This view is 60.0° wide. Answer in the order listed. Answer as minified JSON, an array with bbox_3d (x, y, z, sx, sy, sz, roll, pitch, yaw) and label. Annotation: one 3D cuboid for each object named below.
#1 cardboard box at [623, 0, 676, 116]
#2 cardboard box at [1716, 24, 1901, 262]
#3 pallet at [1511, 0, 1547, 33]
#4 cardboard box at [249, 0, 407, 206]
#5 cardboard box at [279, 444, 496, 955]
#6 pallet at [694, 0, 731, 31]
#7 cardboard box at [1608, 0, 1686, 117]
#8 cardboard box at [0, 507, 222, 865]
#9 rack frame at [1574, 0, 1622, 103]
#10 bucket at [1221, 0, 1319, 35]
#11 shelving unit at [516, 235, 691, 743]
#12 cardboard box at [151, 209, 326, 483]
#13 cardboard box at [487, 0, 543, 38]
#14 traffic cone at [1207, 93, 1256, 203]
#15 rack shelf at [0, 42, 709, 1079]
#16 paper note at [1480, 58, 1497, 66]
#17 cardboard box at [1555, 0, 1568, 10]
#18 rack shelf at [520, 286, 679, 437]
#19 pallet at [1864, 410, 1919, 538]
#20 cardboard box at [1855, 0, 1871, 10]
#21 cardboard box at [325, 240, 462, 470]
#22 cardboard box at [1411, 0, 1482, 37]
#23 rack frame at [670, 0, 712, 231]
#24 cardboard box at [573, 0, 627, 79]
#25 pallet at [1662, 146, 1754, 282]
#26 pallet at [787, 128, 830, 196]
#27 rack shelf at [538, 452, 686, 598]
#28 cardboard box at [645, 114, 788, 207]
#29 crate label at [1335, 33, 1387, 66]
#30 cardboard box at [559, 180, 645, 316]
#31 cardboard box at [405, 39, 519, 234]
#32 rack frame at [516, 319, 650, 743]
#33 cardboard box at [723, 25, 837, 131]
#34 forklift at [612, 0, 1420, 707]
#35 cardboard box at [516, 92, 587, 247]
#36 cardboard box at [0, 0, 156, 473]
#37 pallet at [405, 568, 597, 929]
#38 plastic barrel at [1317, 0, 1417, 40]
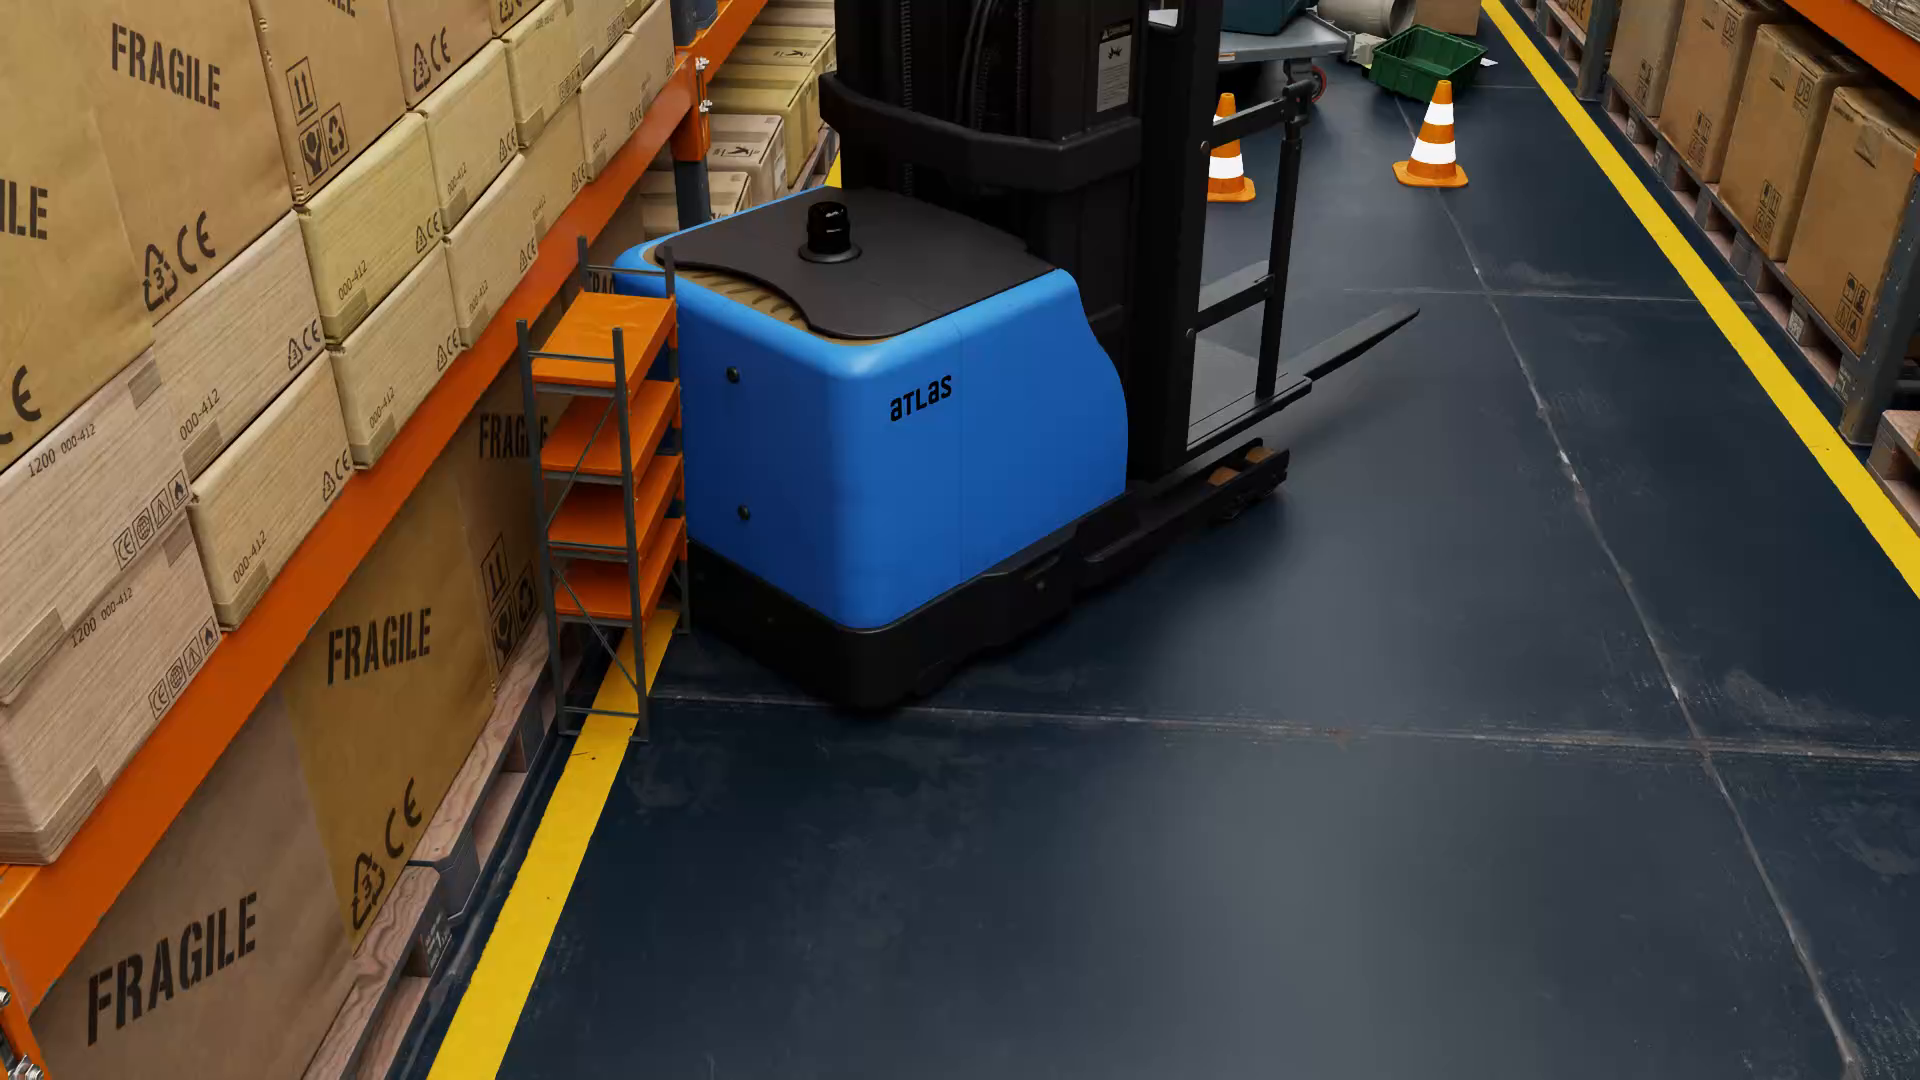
[{"bbox_3d":[-1.134,-1.427,4.849,0.500,0.250,0.500,1,32,2],"label":"cardboard box"},{"bbox_3d":[3.797,-1.601,6.732,1.050,0.750,0.750,3,32,5],"label":"cardboard box"},{"bbox_3d":[4.152,-3.546,10.803,1.003,0.211,1.213,2,32,4],"label":"pallet"},{"bbox_3d":[-1.298,-0.890,2.787,0.500,0.500,0.500,2,32,3],"label":"cardboard box"},{"bbox_3d":[-1.641,0.251,3.609,0.875,0.875,0.875,3,32,5],"label":"cardboard box"},{"bbox_3d":[-1.400,-2.062,5.920,1.213,0.211,1.003,2,32,4],"label":"pallet"},{"bbox_3d":[3.955,-2.592,8.341,1.050,0.750,0.750,2,32,4],"label":"cardboard box"},{"bbox_3d":[-1.378,0.170,2.258,0.500,0.250,0.500,2,32,3],"label":"cardboard box"},{"bbox_3d":[3.916,-3.699,8.394,1.000,3.000,0.127,2,32,4],"label":"rack frame"},{"bbox_3d":[1.629,-3.123,9.129,0.726,0.611,0.620,14,44,21],"label":"bucket"},{"bbox_3d":[-0.888,-0.114,4.269,0.258,1.200,0.503,5,33,3],"label":"shelving unit"},{"bbox_3d":[-1.346,-0.316,2.570,0.500,0.250,0.500,3,32,5],"label":"cardboard box"},{"bbox_3d":[-1.214,-1.425,3.655,0.500,0.500,0.500,2,32,4],"label":"cardboard box"},{"bbox_3d":[1.241,-1.875,7.852,0.336,0.463,0.334,2,32,4],"label":"traffic cone"},{"bbox_3d":[-1.515,-0.414,3.749,1.077,0.370,4.000,2,32,4],"label":"rack shelf"},{"bbox_3d":[3.068,-2.826,9.806,0.147,0.020,0.142,-20,37,-29],"label":"paper note"},{"bbox_3d":[4.106,-3.771,10.135,0.875,0.875,0.875,3,32,4],"label":"cardboard box"},{"bbox_3d":[-0.868,-0.443,4.055,0.258,0.148,0.480,5,33,3],"label":"rack shelf"},{"bbox_3d":[3.525,-0.012,5.068,1.003,0.211,1.213,2,32,4],"label":"pallet"},{"bbox_3d":[3.401,-2.158,5.797,0.500,0.500,0.500,2,32,4],"label":"cardboard box"},{"bbox_3d":[-1.280,-0.368,3.131,0.500,0.250,0.500,2,32,4],"label":"cardboard box"},{"bbox_3d":[3.019,-3.492,10.437,0.500,0.500,0.500,8,32,12],"label":"cardboard box"},{"bbox_3d":[-1.352,-1.766,5.257,1.000,3.000,0.127,2,32,4],"label":"rack frame"},{"bbox_3d":[-1.176,-1.383,4.302,0.500,0.250,0.500,2,32,3],"label":"cardboard box"},{"bbox_3d":[3.831,-1.466,7.428,1.003,0.211,1.213,2,32,4],"label":"pallet"},{"bbox_3d":[-1.185,-1.624,7.684,1.003,0.211,1.213,2,32,4],"label":"pallet"},{"bbox_3d":[-0.891,-0.057,4.306,0.258,0.148,0.480,5,33,3],"label":"rack shelf"},{"bbox_3d":[-1.244,-1.508,6.942,0.950,0.372,0.625,2,32,3],"label":"cardboard box"},{"bbox_3d":[2.373,-2.899,9.823,0.298,0.136,0.250,-20,37,-29],"label":"crate label"},{"bbox_3d":[-1.491,-0.683,5.124,0.875,0.875,0.875,2,32,4],"label":"cardboard box"},{"bbox_3d":[-1.239,-0.843,3.425,0.500,0.250,0.500,2,32,2],"label":"cardboard box"},{"bbox_3d":[-0.909,0.018,4.065,0.240,1.200,0.015,5,33,3],"label":"rack frame"},{"bbox_3d":[-1.121,-2.268,8.175,0.950,0.372,0.625,4,32,7],"label":"cardboard box"},{"bbox_3d":[0.435,-1.483,4.862,1.130,2.935,3.031,27,41,36],"label":"forklift"},{"bbox_3d":[-1.217,-0.897,3.989,0.500,0.250,0.500,2,32,3],"label":"cardboard box"},{"bbox_3d":[-1.355,-0.361,1.928,0.500,0.500,0.500,3,32,5],"label":"cardboard box"},{"bbox_3d":[-1.593,0.466,4.293,1.003,0.211,1.213,2,32,4],"label":"pallet"},{"bbox_3d":[2.479,-3.261,10.139,0.512,0.421,0.421,27,41,37],"label":"plastic barrel"}]
